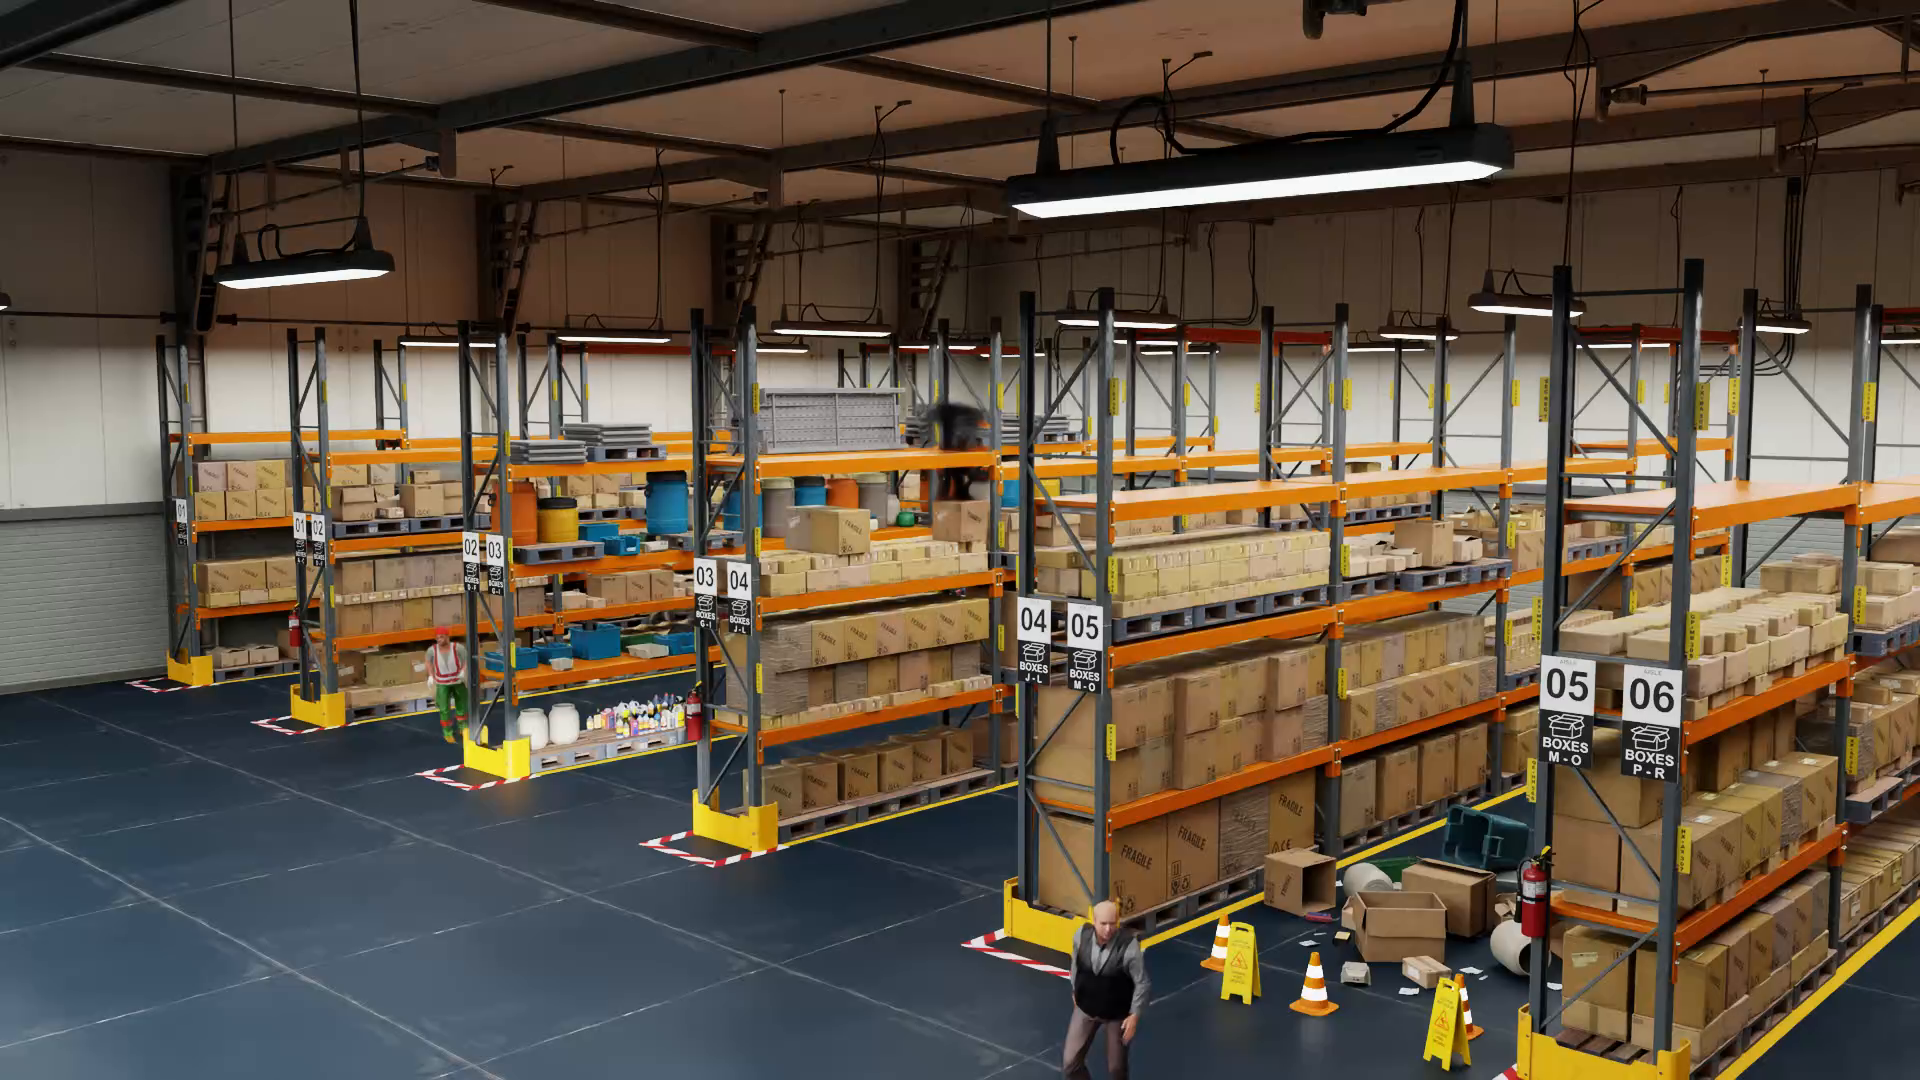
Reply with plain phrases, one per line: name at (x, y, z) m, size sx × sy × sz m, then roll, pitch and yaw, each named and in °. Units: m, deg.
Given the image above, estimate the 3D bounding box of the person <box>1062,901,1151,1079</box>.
person at (1.035, 3.263, 11.510) m, size 0.643 × 1.670 × 0.758 m, roll 2°, pitch 6°, yaw 23°

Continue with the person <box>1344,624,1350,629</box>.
person at (6.206, 1.995, 25.758) m, size 1.075 × 1.449 × 0.604 m, roll -3°, pitch 6°, yaw -30°

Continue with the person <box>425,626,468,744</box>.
person at (-7.346, 2.077, 24.020) m, size 0.658 × 1.726 × 0.826 m, roll -3°, pitch 6°, yaw -26°

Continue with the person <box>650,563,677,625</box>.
person at (-5.759, 1.247, 32.401) m, size 0.694 × 1.789 × 0.721 m, roll 4°, pitch 7°, yaw 36°
